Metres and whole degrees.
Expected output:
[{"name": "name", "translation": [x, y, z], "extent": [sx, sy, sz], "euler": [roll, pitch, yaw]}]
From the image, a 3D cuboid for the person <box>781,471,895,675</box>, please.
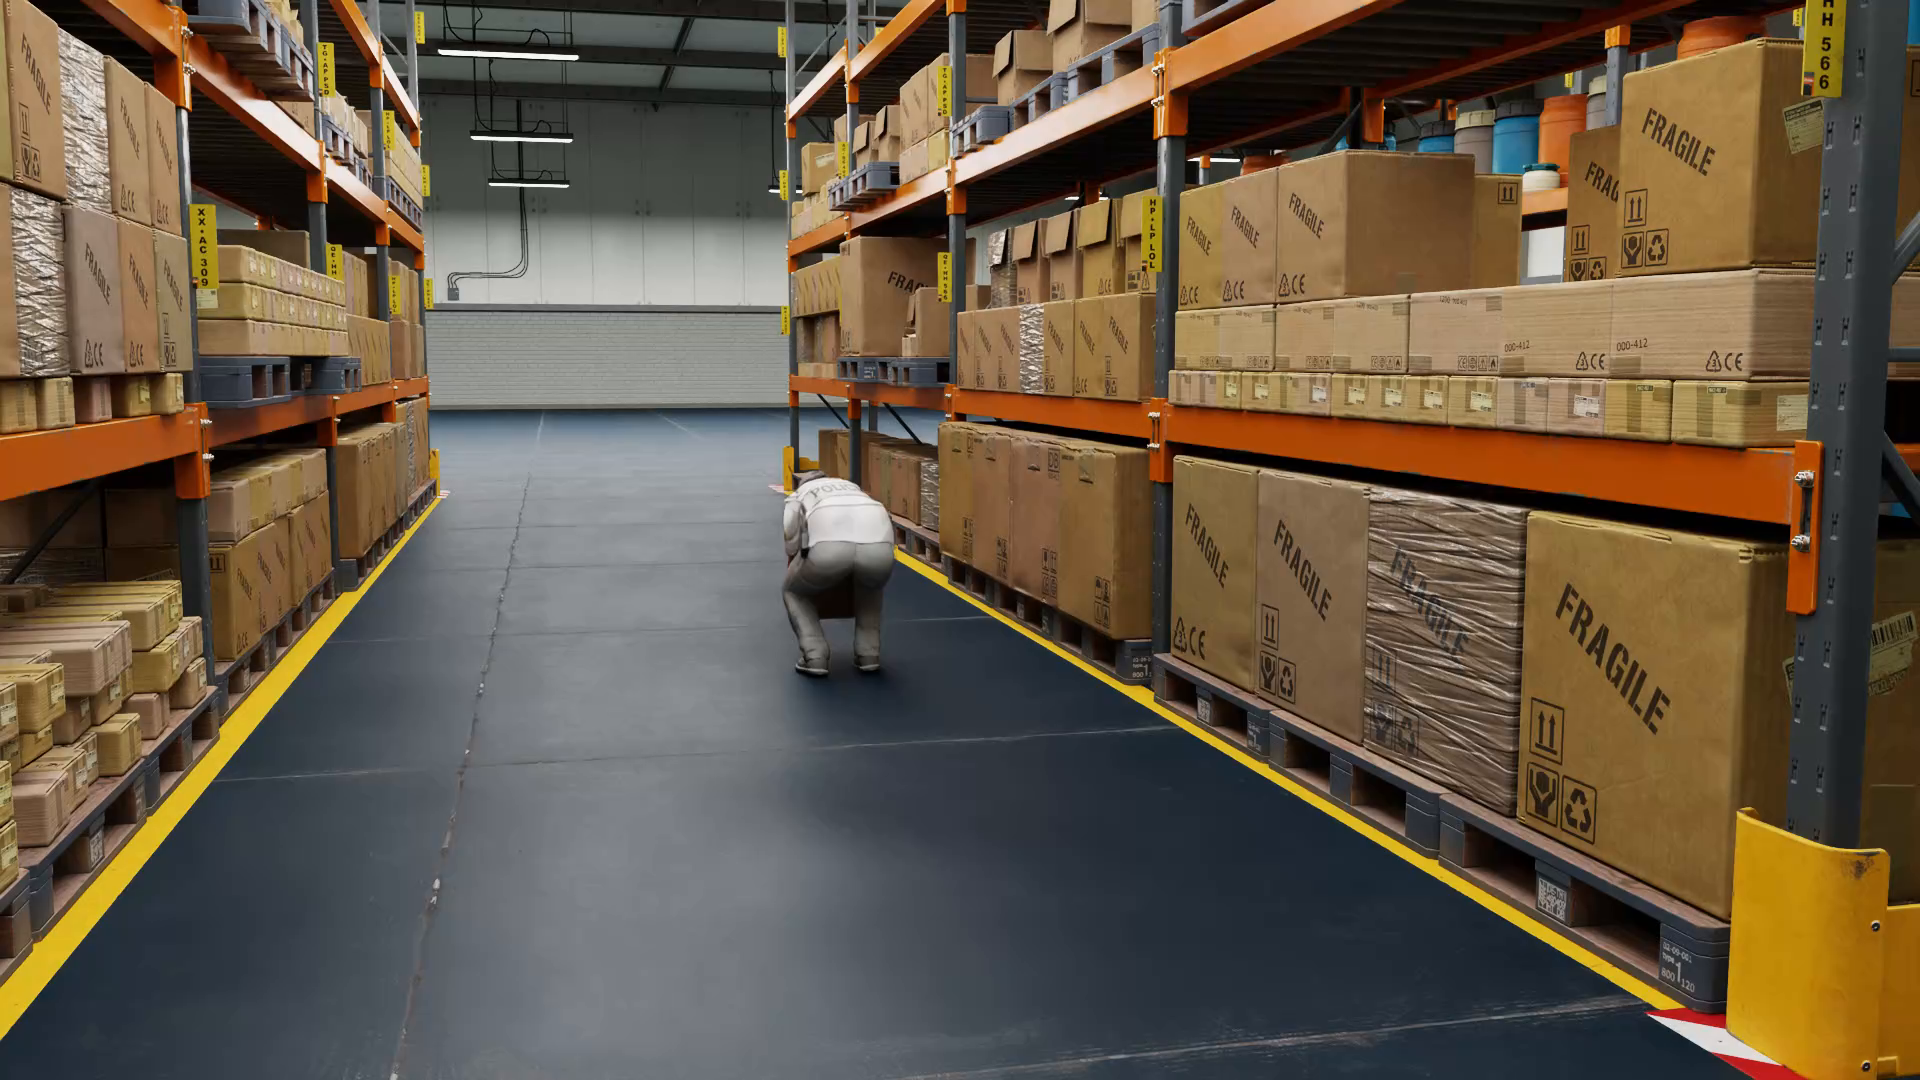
[{"name": "person", "translation": [-0.611, 0.156, 8.097], "extent": [0.514, 0.944, 0.920], "euler": [-2, 6, -16]}]
